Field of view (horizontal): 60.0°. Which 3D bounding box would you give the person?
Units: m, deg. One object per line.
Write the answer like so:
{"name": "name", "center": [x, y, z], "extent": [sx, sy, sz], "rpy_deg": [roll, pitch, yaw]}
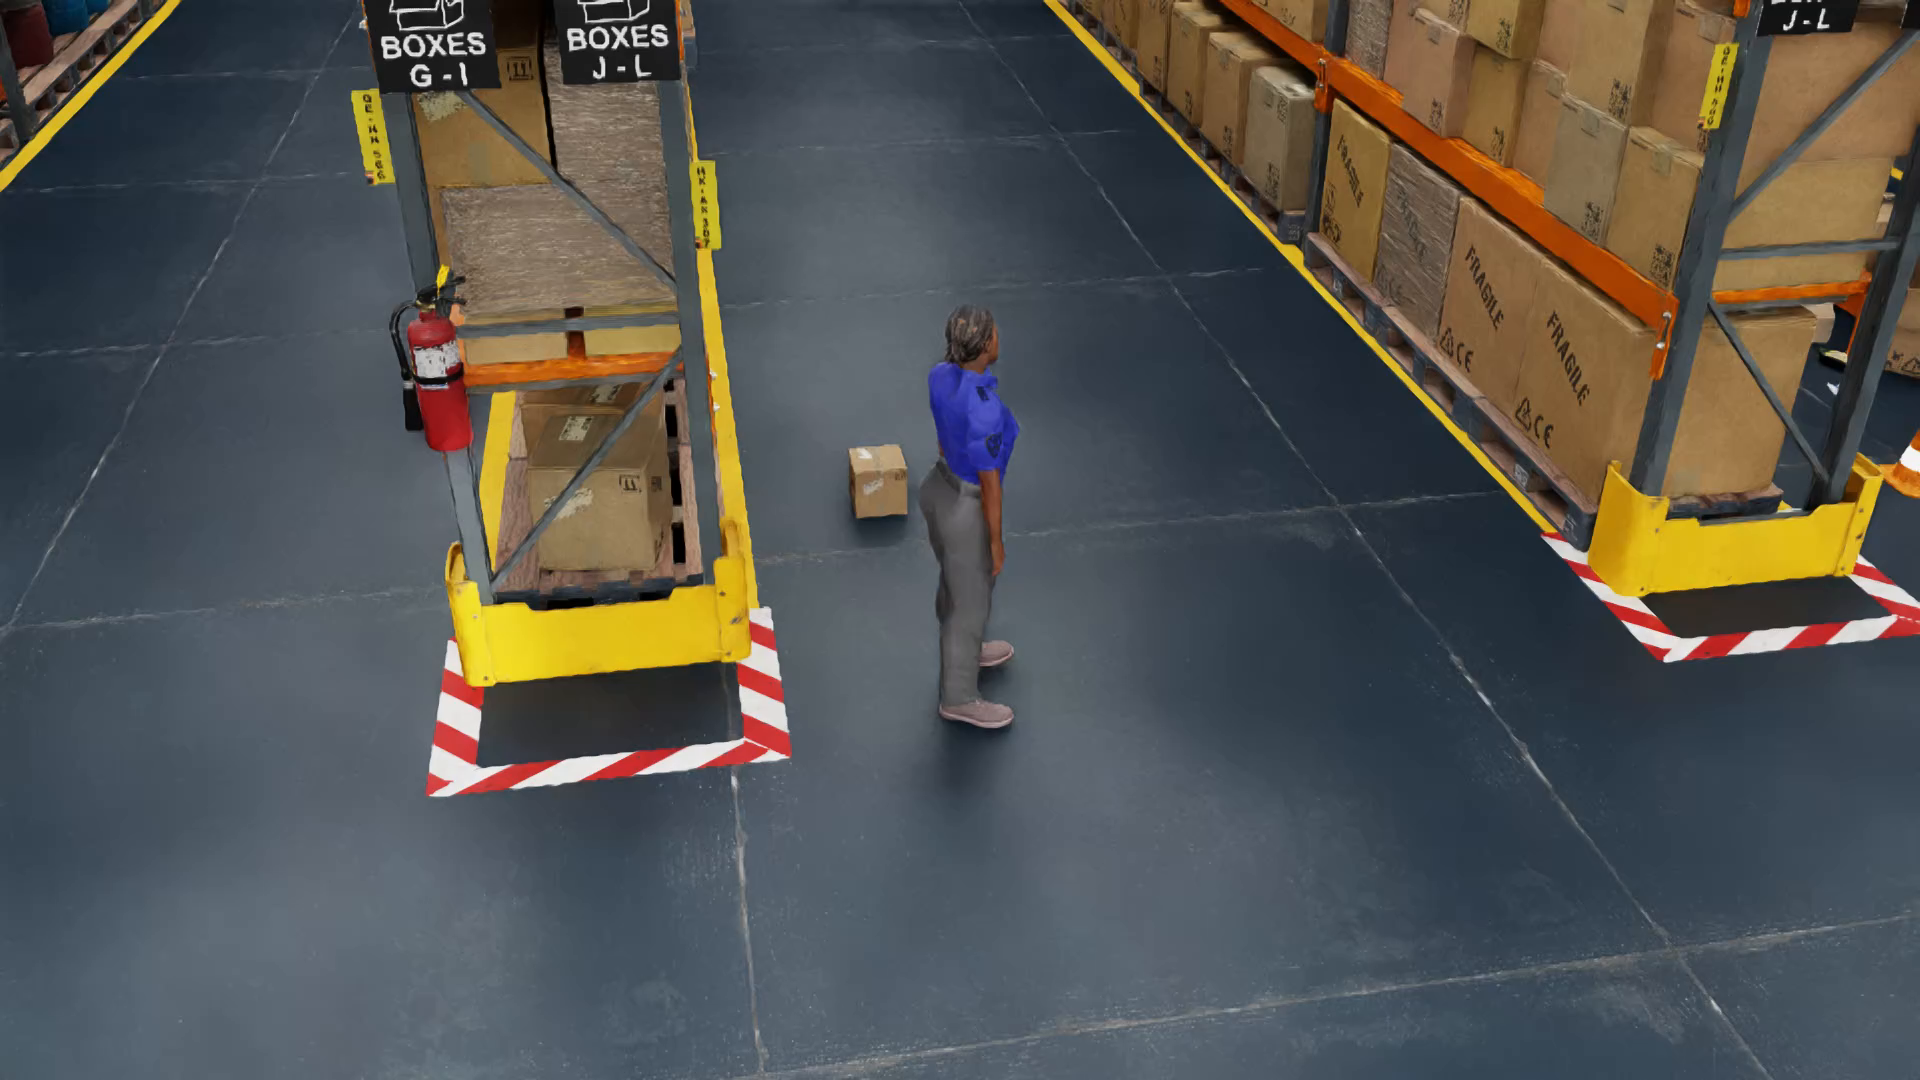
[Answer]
{"name": "person", "center": [0.075, -0.109, 6.271], "extent": [0.437, 1.666, 0.532], "rpy_deg": [-13, 33, -21]}
